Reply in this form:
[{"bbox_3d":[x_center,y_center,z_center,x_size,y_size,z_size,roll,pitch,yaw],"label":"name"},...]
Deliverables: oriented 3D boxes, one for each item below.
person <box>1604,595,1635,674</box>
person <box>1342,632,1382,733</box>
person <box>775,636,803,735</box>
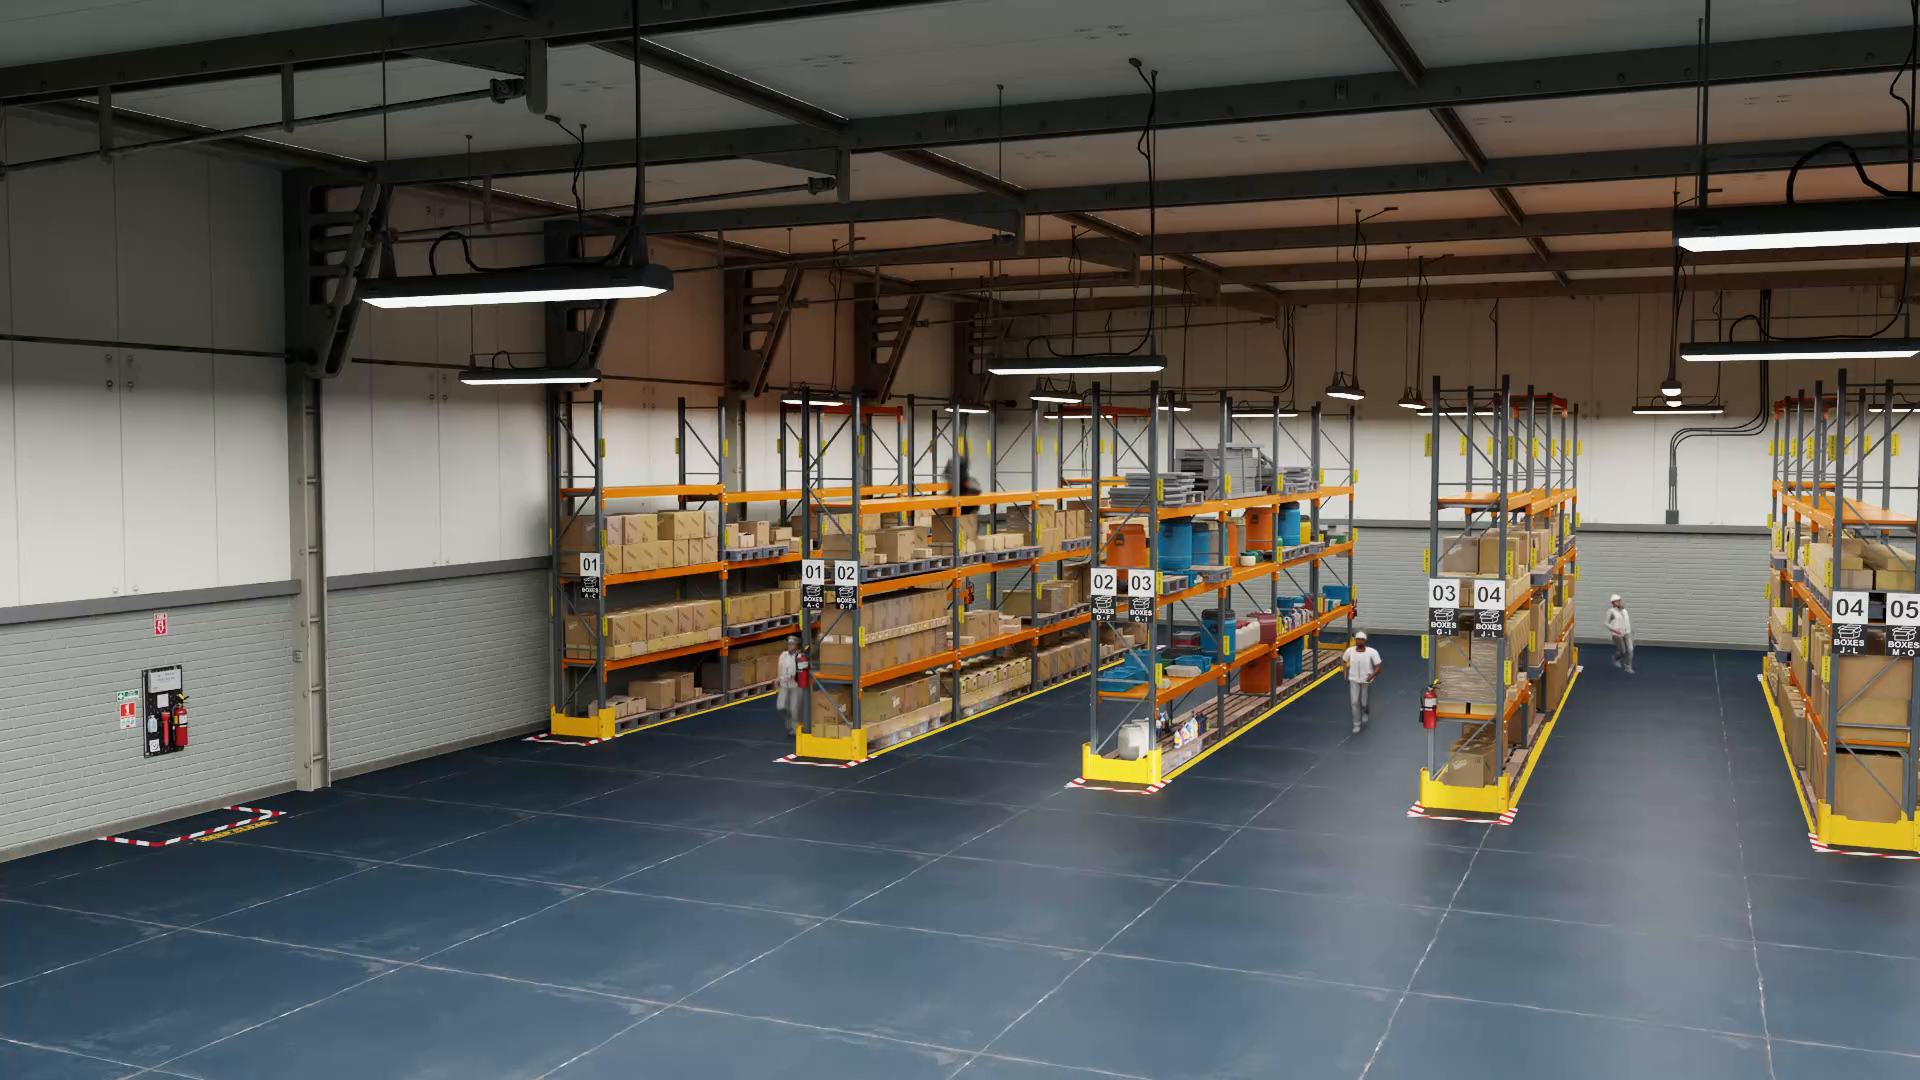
[{"bbox_3d":[14.755,2.102,37.159,0.710,1.740,0.679,-1,3,-15],"label":"person"},{"bbox_3d":[7.112,2.502,29.494,0.715,1.761,0.852,1,3,21],"label":"person"},{"bbox_3d":[-2.951,2.531,28.931,0.664,1.734,0.590,1,3,17],"label":"person"}]
